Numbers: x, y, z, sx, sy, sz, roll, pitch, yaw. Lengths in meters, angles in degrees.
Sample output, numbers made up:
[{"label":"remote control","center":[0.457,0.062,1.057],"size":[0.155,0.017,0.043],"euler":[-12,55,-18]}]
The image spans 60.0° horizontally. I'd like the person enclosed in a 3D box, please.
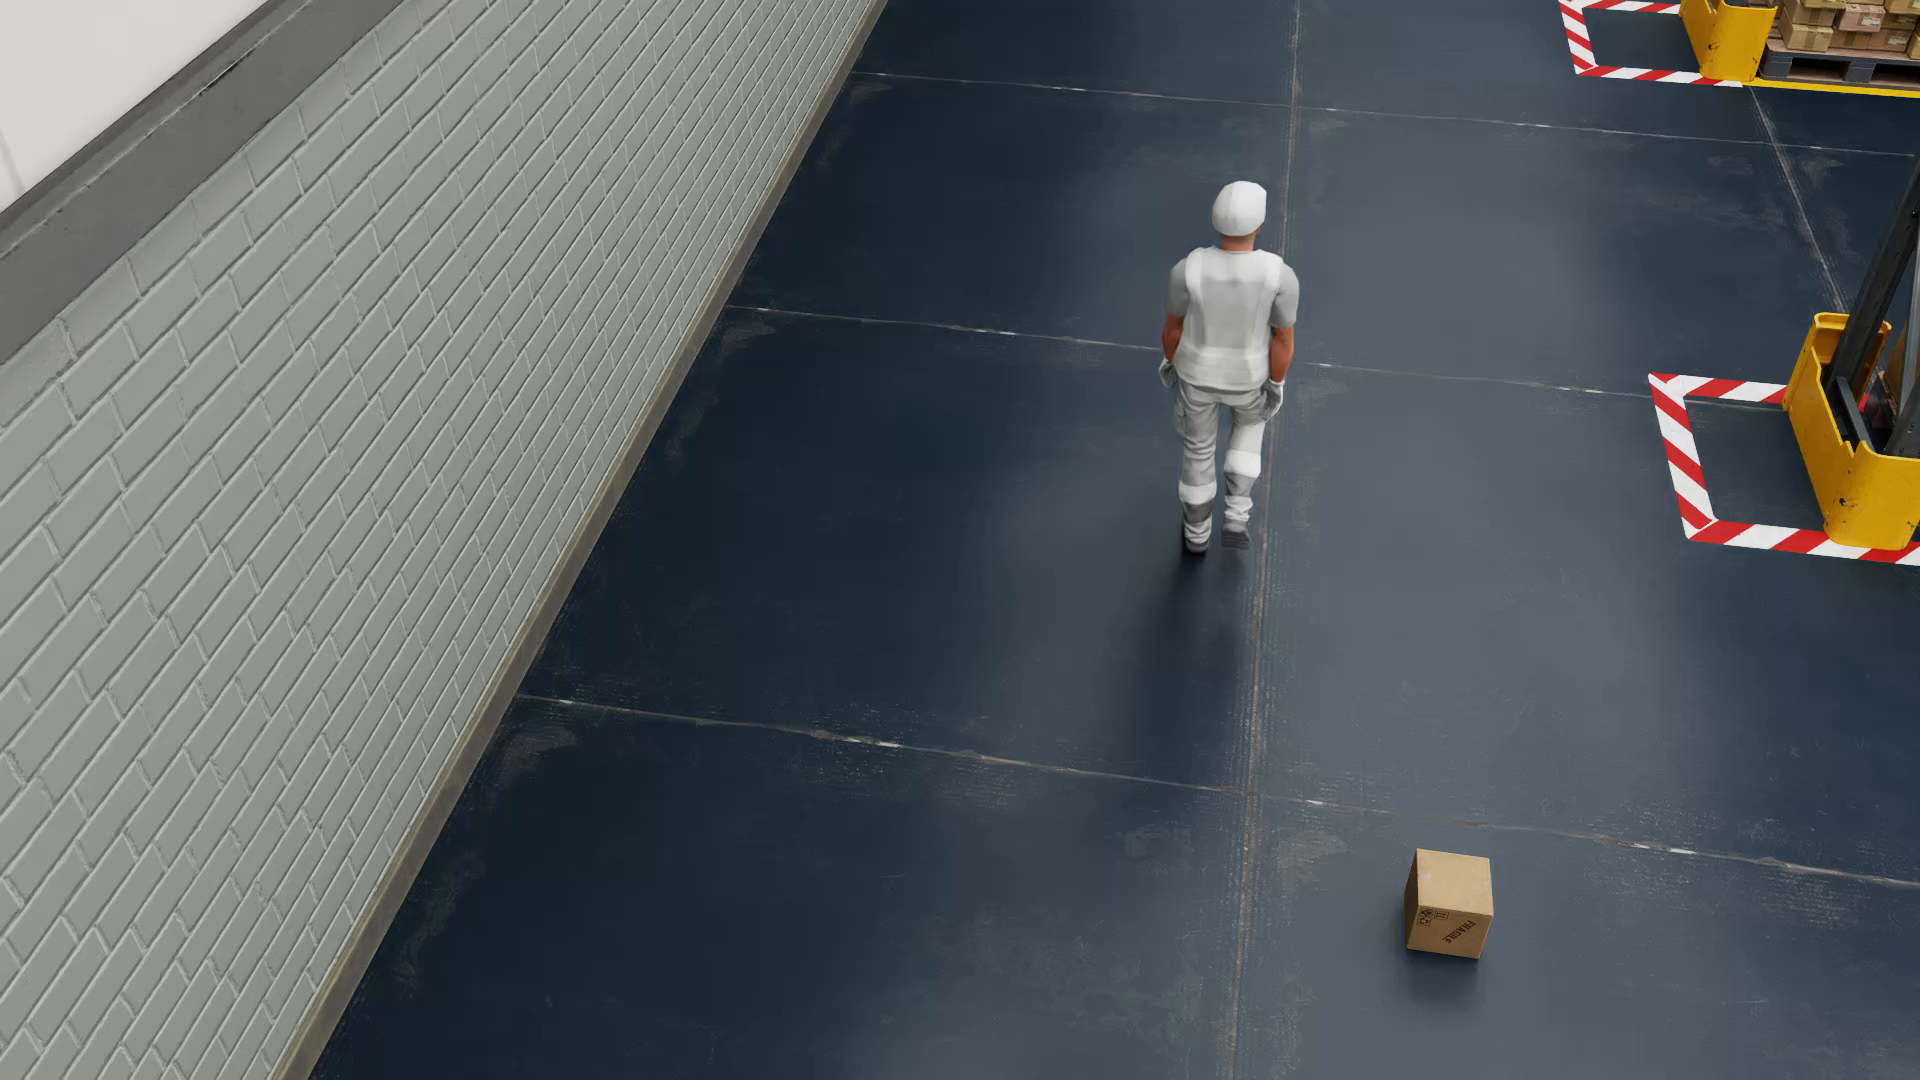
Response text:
[{"label":"person","center":[1.098,-0.715,6.950],"size":[0.529,1.793,0.444],"euler":[4,40,5]}]
